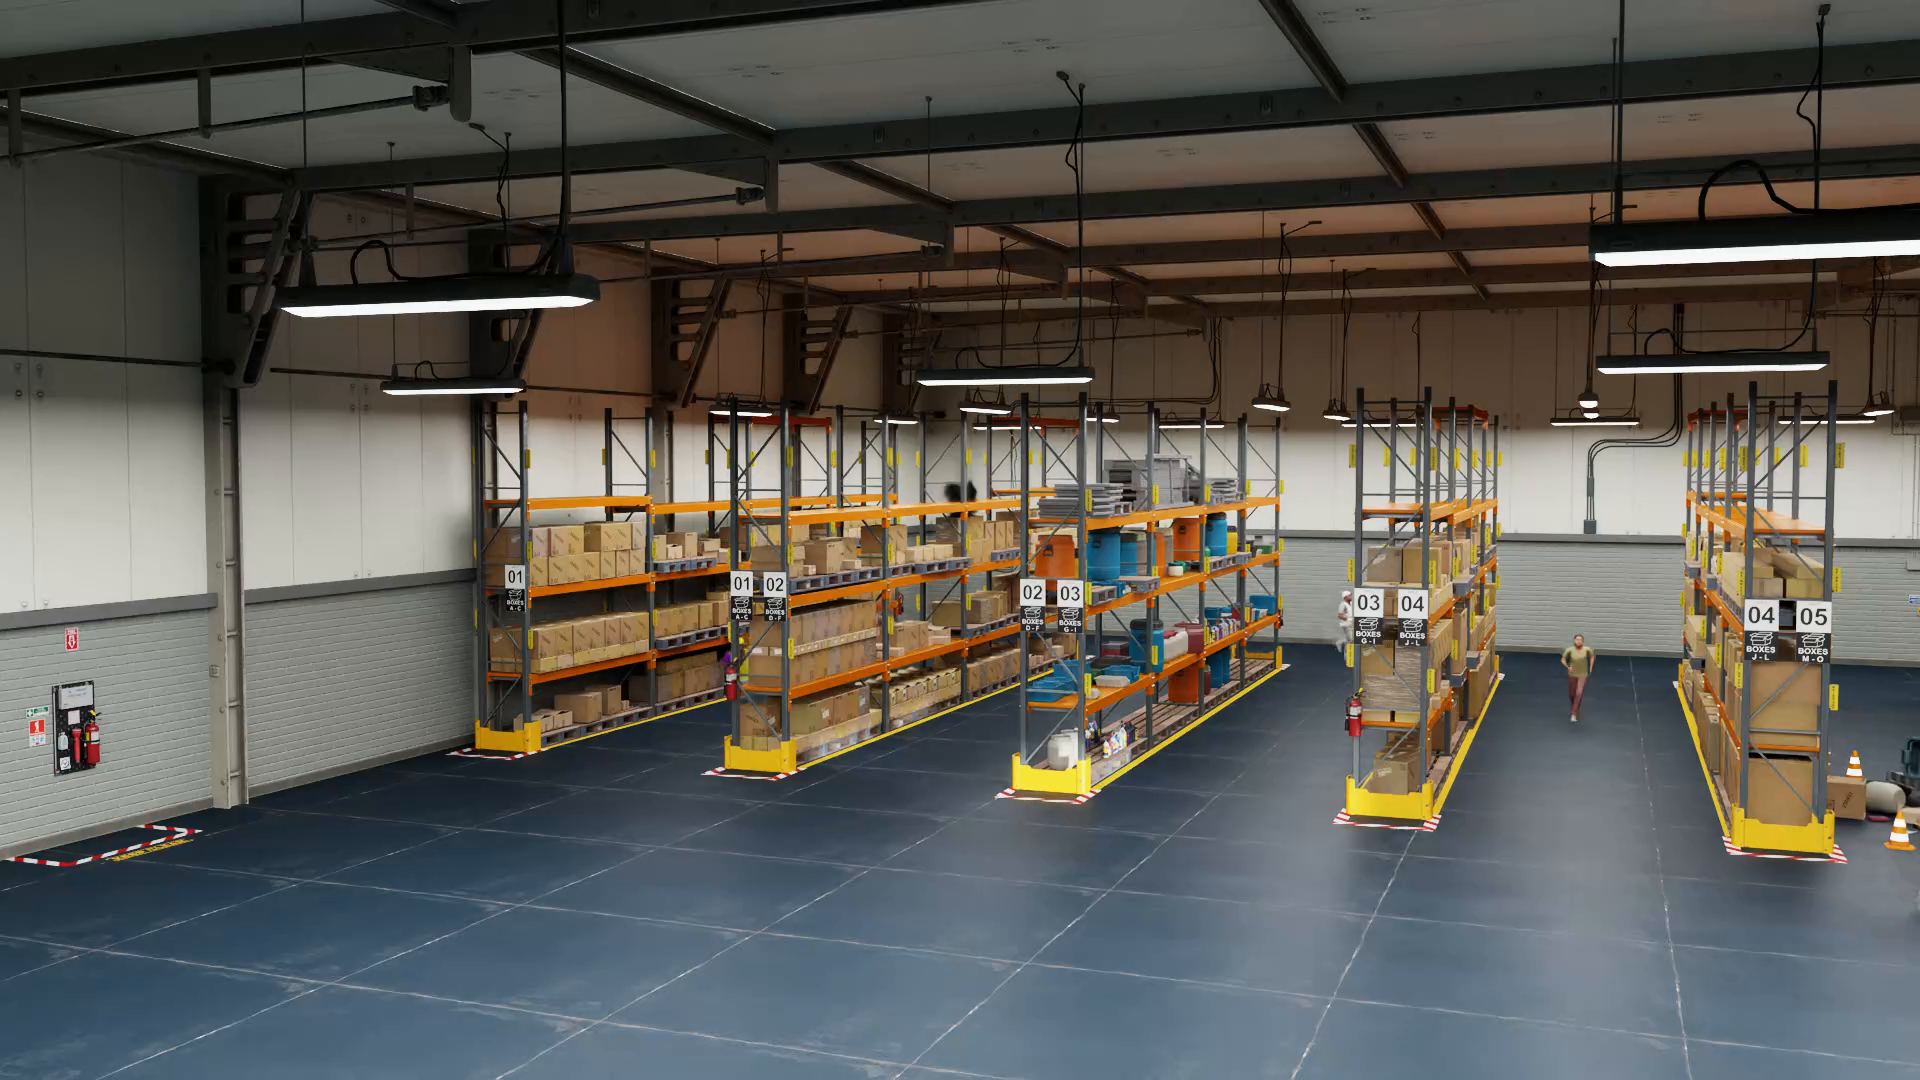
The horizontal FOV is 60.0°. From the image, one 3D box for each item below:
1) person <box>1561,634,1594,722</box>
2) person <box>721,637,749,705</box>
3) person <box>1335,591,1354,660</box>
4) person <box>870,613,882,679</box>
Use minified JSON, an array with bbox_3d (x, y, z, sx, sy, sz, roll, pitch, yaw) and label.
[{"bbox_3d":[11.889,2.624,32.012,0.602,1.660,0.934,1,3,19],"label":"person"},{"bbox_3d":[-4.029,2.642,30.798,0.684,1.754,0.936,1,3,16],"label":"person"},{"bbox_3d":[9.602,2.130,41.375,0.599,1.734,0.729,2,3,33],"label":"person"},{"bbox_3d":[-1.873,2.180,34.790,0.638,1.838,0.639,1,3,21],"label":"person"}]
